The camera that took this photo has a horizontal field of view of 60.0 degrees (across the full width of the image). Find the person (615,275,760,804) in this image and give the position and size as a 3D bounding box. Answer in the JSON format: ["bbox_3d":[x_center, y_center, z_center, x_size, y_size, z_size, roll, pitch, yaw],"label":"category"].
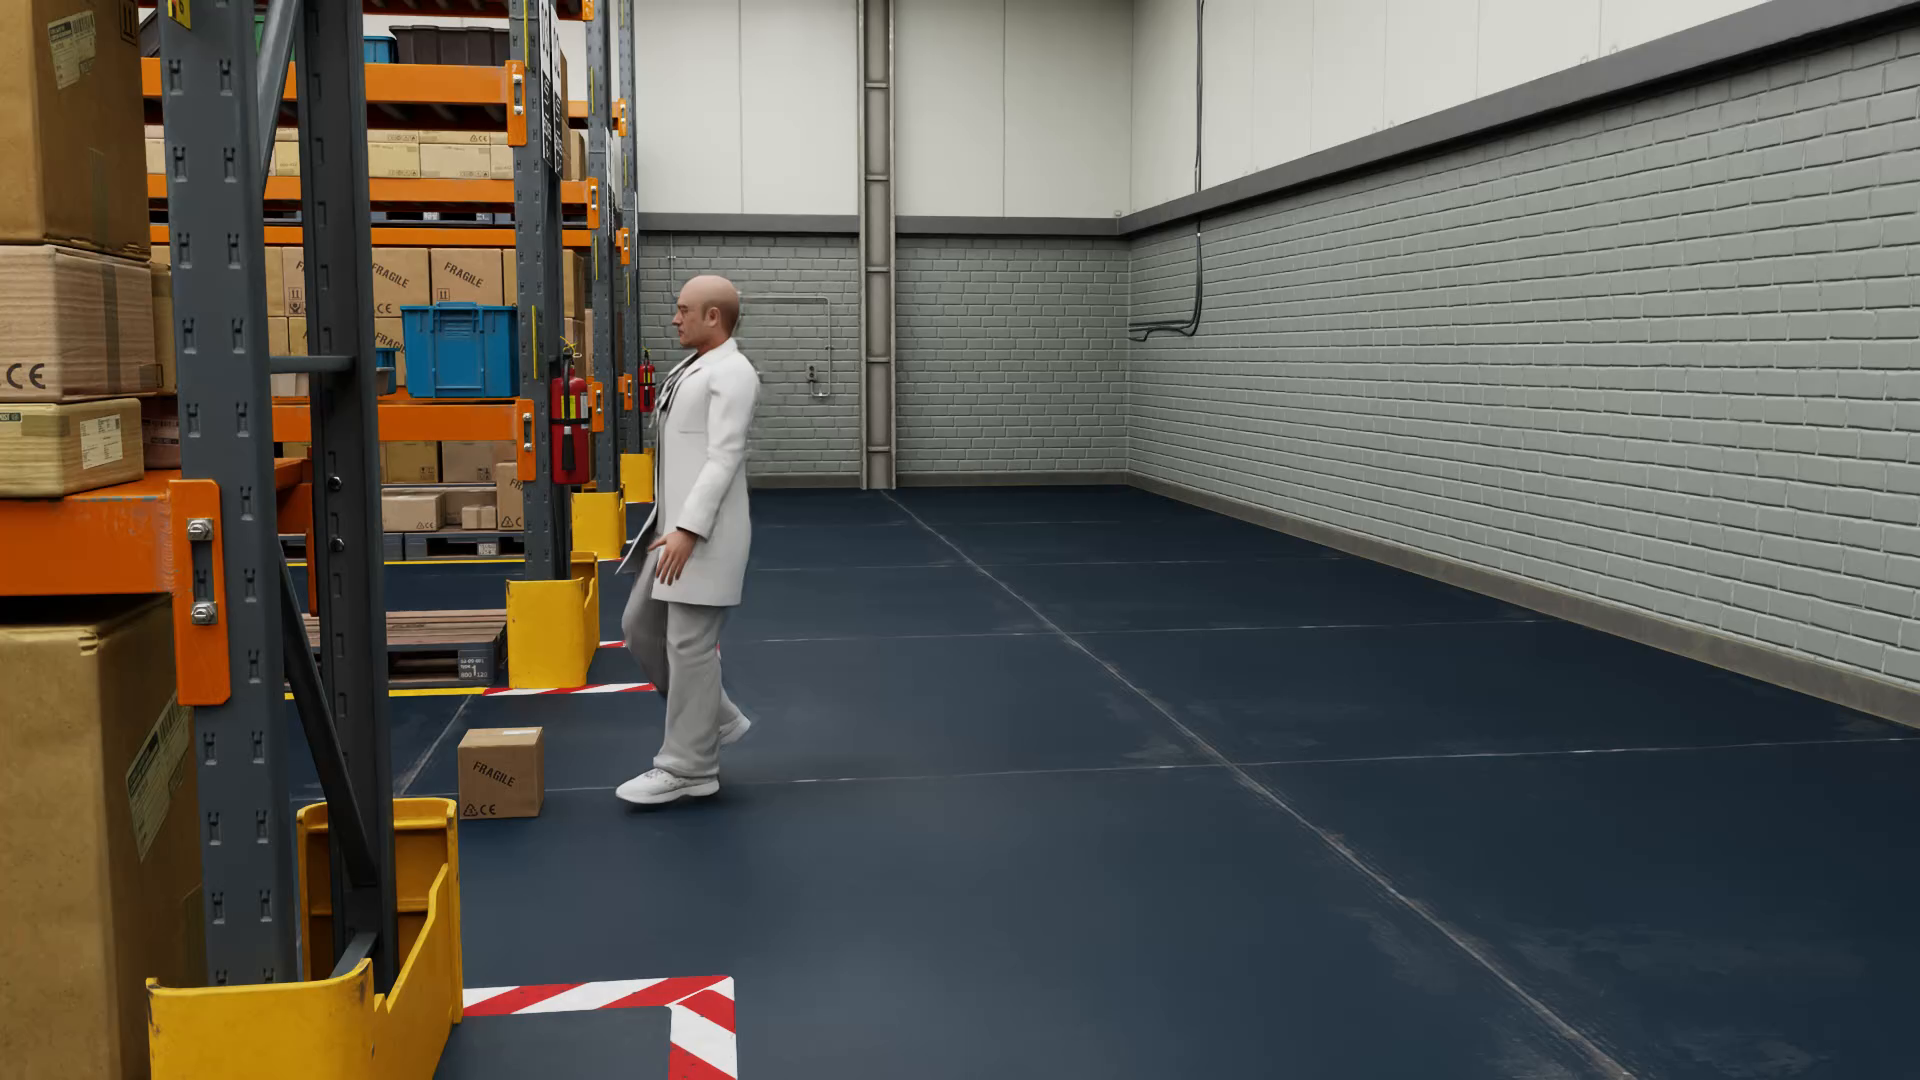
[{"bbox_3d":[-0.948,-0.007,5.696,0.563,1.786,0.618,-3,7,-27],"label":"person"}]
